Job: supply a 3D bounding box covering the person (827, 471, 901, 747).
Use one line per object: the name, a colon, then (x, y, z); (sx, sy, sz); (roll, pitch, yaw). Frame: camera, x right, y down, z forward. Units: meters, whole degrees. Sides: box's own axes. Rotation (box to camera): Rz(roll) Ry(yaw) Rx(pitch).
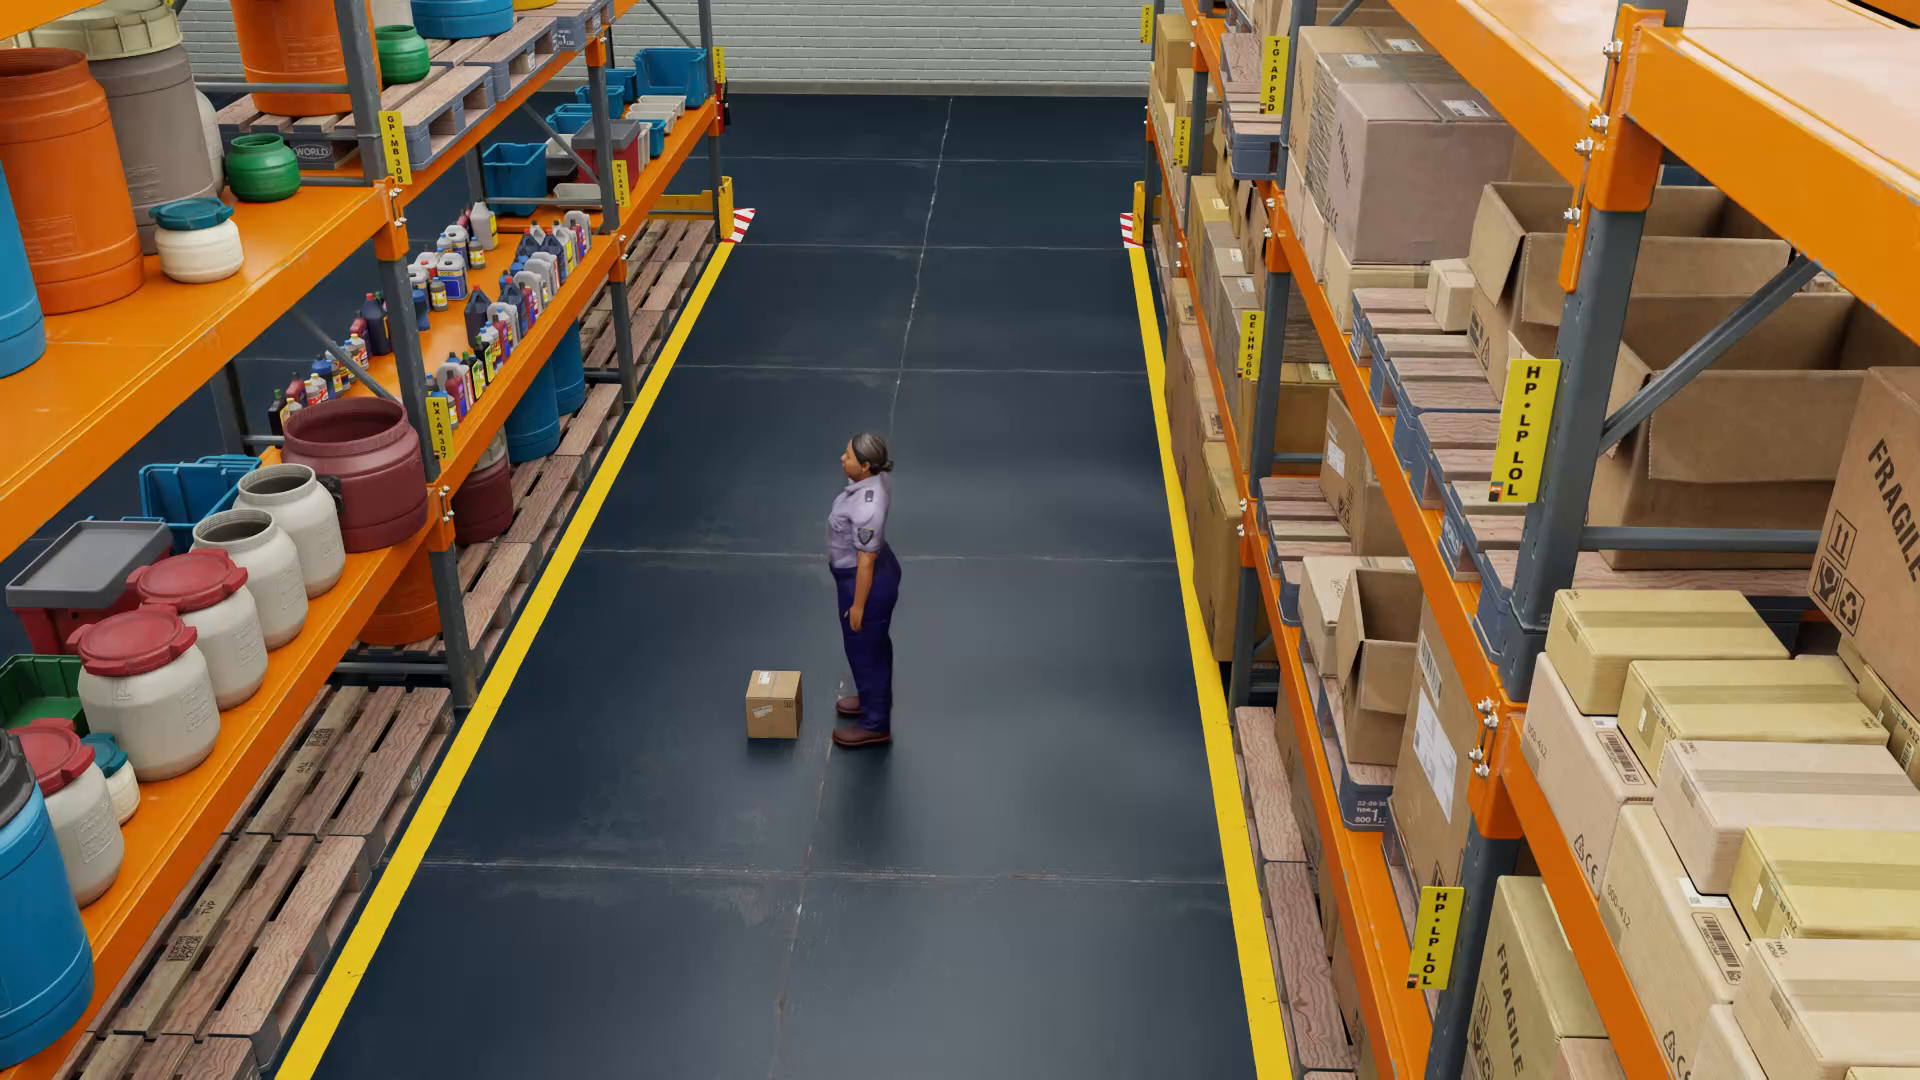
person: (-0.476, 0.313, 8.222); (0.359, 1.450, 0.470); (1, 28, 3)
